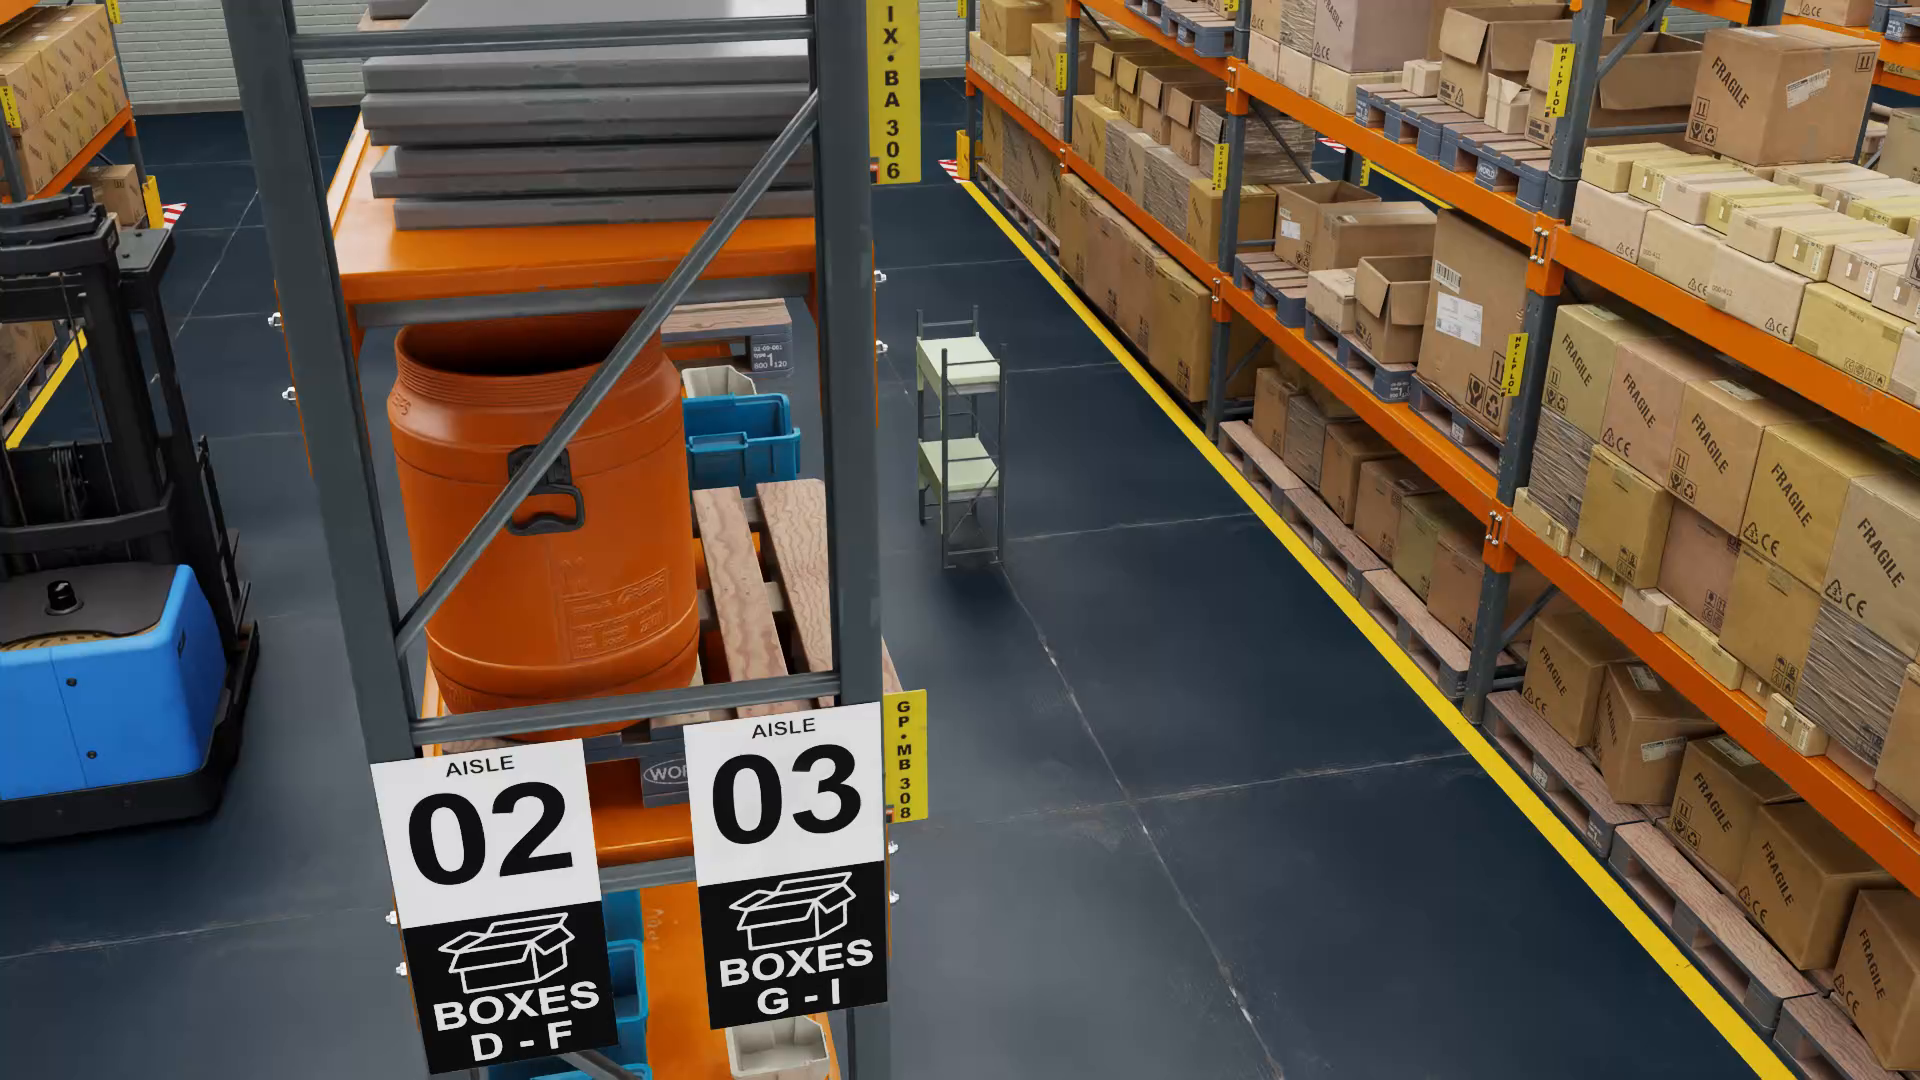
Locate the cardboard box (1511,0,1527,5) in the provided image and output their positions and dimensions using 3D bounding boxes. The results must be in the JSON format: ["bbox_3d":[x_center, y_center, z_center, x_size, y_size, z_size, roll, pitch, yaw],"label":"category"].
[{"bbox_3d":[5.829,-5.401,16.918,0.500,0.500,0.500,-7,28,-13],"label":"cardboard box"}]

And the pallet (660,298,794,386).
[{"bbox_3d":[-1.299,-0.846,6.324,1.213,0.211,1.003,-6,27,-12],"label":"pallet"}]

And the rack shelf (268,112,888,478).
[{"bbox_3d":[-1.106,-1.199,4.727,1.077,0.370,4.000,-6,27,-12],"label":"rack shelf"}]

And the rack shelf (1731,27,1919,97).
[{"bbox_3d":[10.670,-5.476,19.416,1.077,0.370,4.000,-6,27,-12],"label":"rack shelf"}]

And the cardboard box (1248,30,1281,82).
[{"bbox_3d":[2.225,-3.197,10.939,0.500,0.250,0.500,-5,27,-11],"label":"cardboard box"}]

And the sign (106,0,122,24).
[{"bbox_3d":[-8.543,-5.370,16.772,0.100,0.325,0.005,-6,27,-12],"label":"sign"}]

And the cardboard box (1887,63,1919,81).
[{"bbox_3d":[10.646,-5.367,18.290,0.500,0.500,0.500,-7,28,-13],"label":"cardboard box"}]

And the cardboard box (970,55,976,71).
[{"bbox_3d":[0.323,-5.368,18.681,0.380,0.149,0.250,-6,27,-11],"label":"cardboard box"}]

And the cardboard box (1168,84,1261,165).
[{"bbox_3d":[2.074,-3.258,12.999,0.797,0.503,0.637,-5,27,-10],"label":"cardboard box"}]

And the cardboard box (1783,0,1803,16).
[{"bbox_3d":[6.720,-4.443,13.131,0.500,0.500,0.500,-6,27,-12],"label":"cardboard box"}]

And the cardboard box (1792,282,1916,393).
[{"bbox_3d":[3.473,-0.768,6.127,0.500,0.250,0.500,-6,27,-12],"label":"cardboard box"}]

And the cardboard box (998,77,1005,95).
[{"bbox_3d":[0.615,-4.803,17.563,0.380,0.149,0.250,-6,27,-12],"label":"cardboard box"}]

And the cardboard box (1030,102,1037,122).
[{"bbox_3d":[0.904,-4.240,16.447,0.380,0.149,0.250,-5,27,-11],"label":"cardboard box"}]

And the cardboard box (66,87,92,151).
[{"bbox_3d":[-8.381,-3.872,15.328,0.500,0.500,0.500,-6,27,-12],"label":"cardboard box"}]

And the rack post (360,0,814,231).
[{"bbox_3d":[-0.702,-0.942,3.530,0.937,0.300,0.954,-3,27,-6],"label":"rack post"}]

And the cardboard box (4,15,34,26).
[{"bbox_3d":[-9.120,-4.705,15.869,0.500,0.500,0.500,-6,27,-11],"label":"cardboard box"}]

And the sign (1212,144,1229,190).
[{"bbox_3d":[1.827,-2.616,11.666,0.100,0.325,0.005,-6,27,-12],"label":"sign"}]

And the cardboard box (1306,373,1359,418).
[{"bbox_3d":[2.677,-1.049,11.300,0.500,0.250,0.500,-3,27,-6],"label":"cardboard box"}]

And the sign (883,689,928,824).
[{"bbox_3d":[-0.119,0.461,3.516,0.100,0.325,0.005,-6,27,-12],"label":"sign"}]

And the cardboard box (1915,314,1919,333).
[{"bbox_3d":[3.517,-0.757,5.663,0.380,0.149,0.250,-7,28,-14],"label":"cardboard box"}]

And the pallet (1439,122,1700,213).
[{"bbox_3d":[3.233,-1.938,8.487,1.213,0.211,1.003,-6,27,-12],"label":"pallet"}]

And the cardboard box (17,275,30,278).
[{"bbox_3d":[-8.761,-2.455,15.128,0.500,0.311,0.500,-6,27,-12],"label":"cardboard box"}]

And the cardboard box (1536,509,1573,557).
[{"bbox_3d":[3.067,-0.053,8.151,0.380,0.149,0.250,-6,27,-12],"label":"cardboard box"}]

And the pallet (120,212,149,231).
[{"bbox_3d":[-8.891,-3.036,16.879,1.003,0.211,1.213,-6,27,-12],"label":"pallet"}]

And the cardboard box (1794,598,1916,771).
[{"bbox_3d":[3.772,0.502,6.332,0.875,0.500,0.500,-6,27,-12],"label":"cardboard box"}]

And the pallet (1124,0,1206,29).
[{"bbox_3d":[1.915,-4.180,12.929,1.003,0.211,1.213,-5,27,-9],"label":"pallet"}]

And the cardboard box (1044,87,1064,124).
[{"bbox_3d":[1.110,-4.146,15.818,0.500,0.250,0.500,-6,27,-13],"label":"cardboard box"}]

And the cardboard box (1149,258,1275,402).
[{"bbox_3d":[2.232,-1.701,13.030,1.225,0.875,0.875,-7,28,-14],"label":"cardboard box"}]

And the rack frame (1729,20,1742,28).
[{"bbox_3d":[10.219,-6.675,20.993,1.000,3.000,0.127,-6,27,-12],"label":"rack frame"}]

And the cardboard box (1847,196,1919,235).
[{"bbox_3d":[3.809,-1.271,6.680,0.380,0.149,0.250,-5,27,-10],"label":"cardboard box"}]

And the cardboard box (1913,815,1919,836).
[{"bbox_3d":[3.701,1.037,5.991,0.380,0.149,0.250,-6,27,-12],"label":"cardboard box"}]

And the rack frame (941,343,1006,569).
[{"bbox_3d":[0.084,-0.506,10.434,0.400,1.500,0.023,-6,27,-12],"label":"rack frame"}]

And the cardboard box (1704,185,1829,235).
[{"bbox_3d":[3.306,-1.342,6.822,0.380,0.149,0.250,-5,27,-10],"label":"cardboard box"}]

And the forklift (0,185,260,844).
[{"bbox_3d":[-4.602,-0.484,8.803,1.130,2.935,3.031,-7,28,-14],"label":"forklift"}]

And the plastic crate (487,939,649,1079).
[{"bbox_3d":[-1.201,1.449,5.061,0.499,0.251,0.408,-6,27,-12],"label":"plastic crate"}]

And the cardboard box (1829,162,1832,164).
[{"bbox_3d":[6.667,-2.995,13.184,0.380,0.149,0.250,-5,27,-11],"label":"cardboard box"}]

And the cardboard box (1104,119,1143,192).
[{"bbox_3d":[1.552,-3.290,14.175,0.500,0.500,0.500,-7,28,-13],"label":"cardboard box"}]

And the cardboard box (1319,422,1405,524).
[{"bbox_3d":[2.809,-0.455,10.955,0.700,0.500,0.500,-4,27,-7],"label":"cardboard box"}]

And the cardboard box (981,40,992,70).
[{"bbox_3d":[0.533,-5.269,18.043,0.500,0.250,0.500,-6,27,-12],"label":"cardboard box"}]

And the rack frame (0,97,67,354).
[{"bbox_3d":[-8.187,-2.909,13.530,1.000,3.000,0.127,-6,27,-12],"label":"rack frame"}]

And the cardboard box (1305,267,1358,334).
[{"bbox_3d":[2.521,-1.518,10.476,0.500,0.250,0.500,-7,28,-13],"label":"cardboard box"}]

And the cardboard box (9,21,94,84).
[{"bbox_3d":[-8.484,-4.539,15.541,0.500,0.500,0.500,-5,27,-10],"label":"cardboard box"}]

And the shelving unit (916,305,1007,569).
[{"bbox_3d":[0.002,-0.667,10.753,0.431,1.500,0.755,-6,27,-12],"label":"shelving unit"}]

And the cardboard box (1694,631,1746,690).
[{"bbox_3d":[3.375,0.493,7.069,0.380,0.149,0.250,-6,27,-12],"label":"cardboard box"}]

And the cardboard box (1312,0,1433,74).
[{"bbox_3d":[2.453,-3.088,9.892,0.500,0.500,0.500,-7,28,-13],"label":"cardboard box"}]

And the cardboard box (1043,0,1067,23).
[{"bbox_3d":[0.930,-5.882,18.426,0.500,0.500,0.500,-6,27,-11],"label":"cardboard box"}]

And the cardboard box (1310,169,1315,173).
[{"bbox_3d":[2.404,-2.669,12.944,0.500,0.500,0.500,-7,28,-13],"label":"cardboard box"}]

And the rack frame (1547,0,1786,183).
[{"bbox_3d":[3.268,-3.079,7.210,1.000,3.000,0.127,-6,27,-12],"label":"rack frame"}]

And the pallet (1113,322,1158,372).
[{"bbox_3d":[1.991,-1.800,14.429,1.003,0.211,1.213,-6,27,-12],"label":"pallet"}]

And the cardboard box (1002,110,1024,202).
[{"bbox_3d":[0.991,-4.236,18.051,0.875,0.875,0.875,-6,27,-12],"label":"cardboard box"}]

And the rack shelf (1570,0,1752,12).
[{"bbox_3d":[2.818,-3.458,9.202,1.077,0.370,4.000,-6,27,-12],"label":"rack shelf"}]

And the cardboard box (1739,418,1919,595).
[{"bbox_3d":[3.472,-0.144,6.502,0.500,0.500,0.500,-6,27,-12],"label":"cardboard box"}]

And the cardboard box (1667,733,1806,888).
[{"bbox_3d":[3.672,1.222,7.654,0.500,0.500,0.500,-8,28,-16],"label":"cardboard box"}]

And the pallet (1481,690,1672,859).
[{"bbox_3d":[3.454,1.135,8.613,1.003,0.211,1.213,-6,27,-12],"label":"pallet"}]
